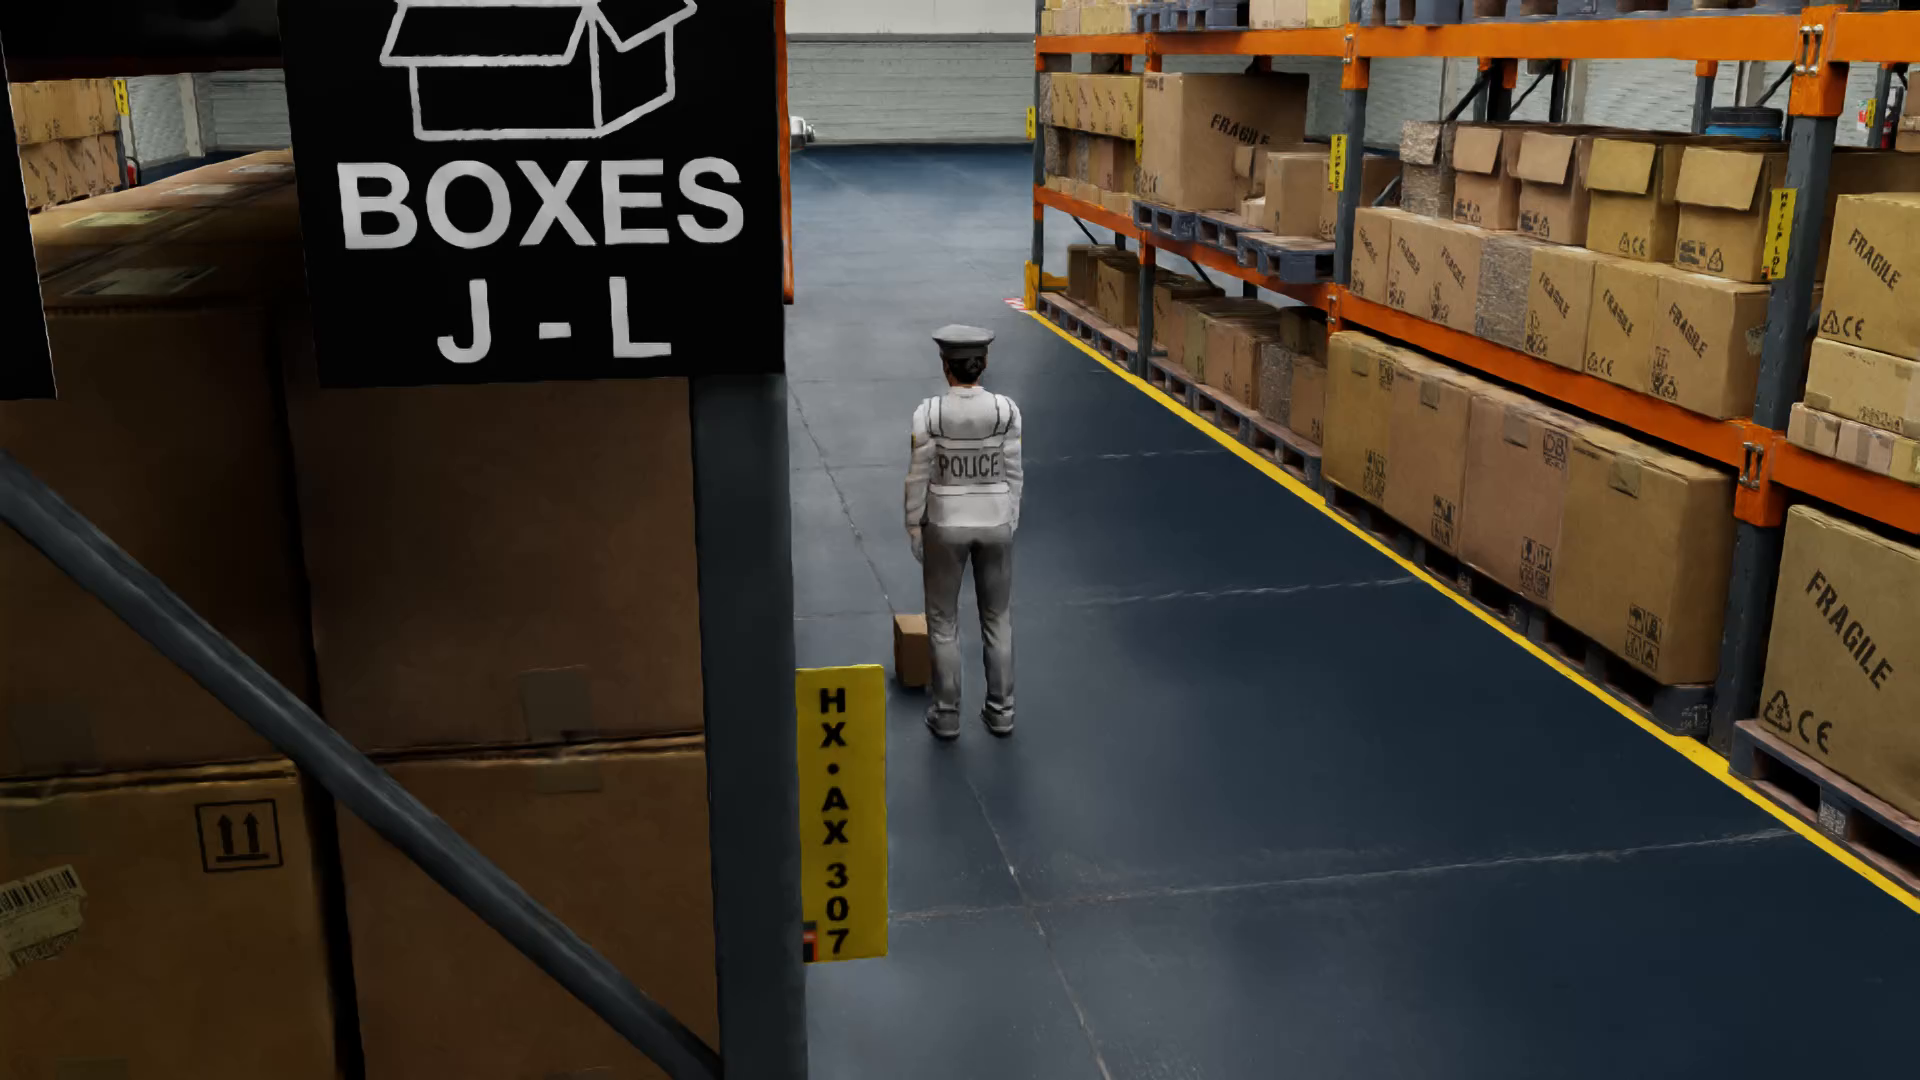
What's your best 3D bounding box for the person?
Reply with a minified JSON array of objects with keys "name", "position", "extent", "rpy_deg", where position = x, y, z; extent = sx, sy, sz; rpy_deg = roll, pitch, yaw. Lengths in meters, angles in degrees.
[{"name":"person","position":[0.012,-0.028,6.640],"extent":[0.469,1.663,0.328],"rpy_deg":[-3,17,-10]}]
